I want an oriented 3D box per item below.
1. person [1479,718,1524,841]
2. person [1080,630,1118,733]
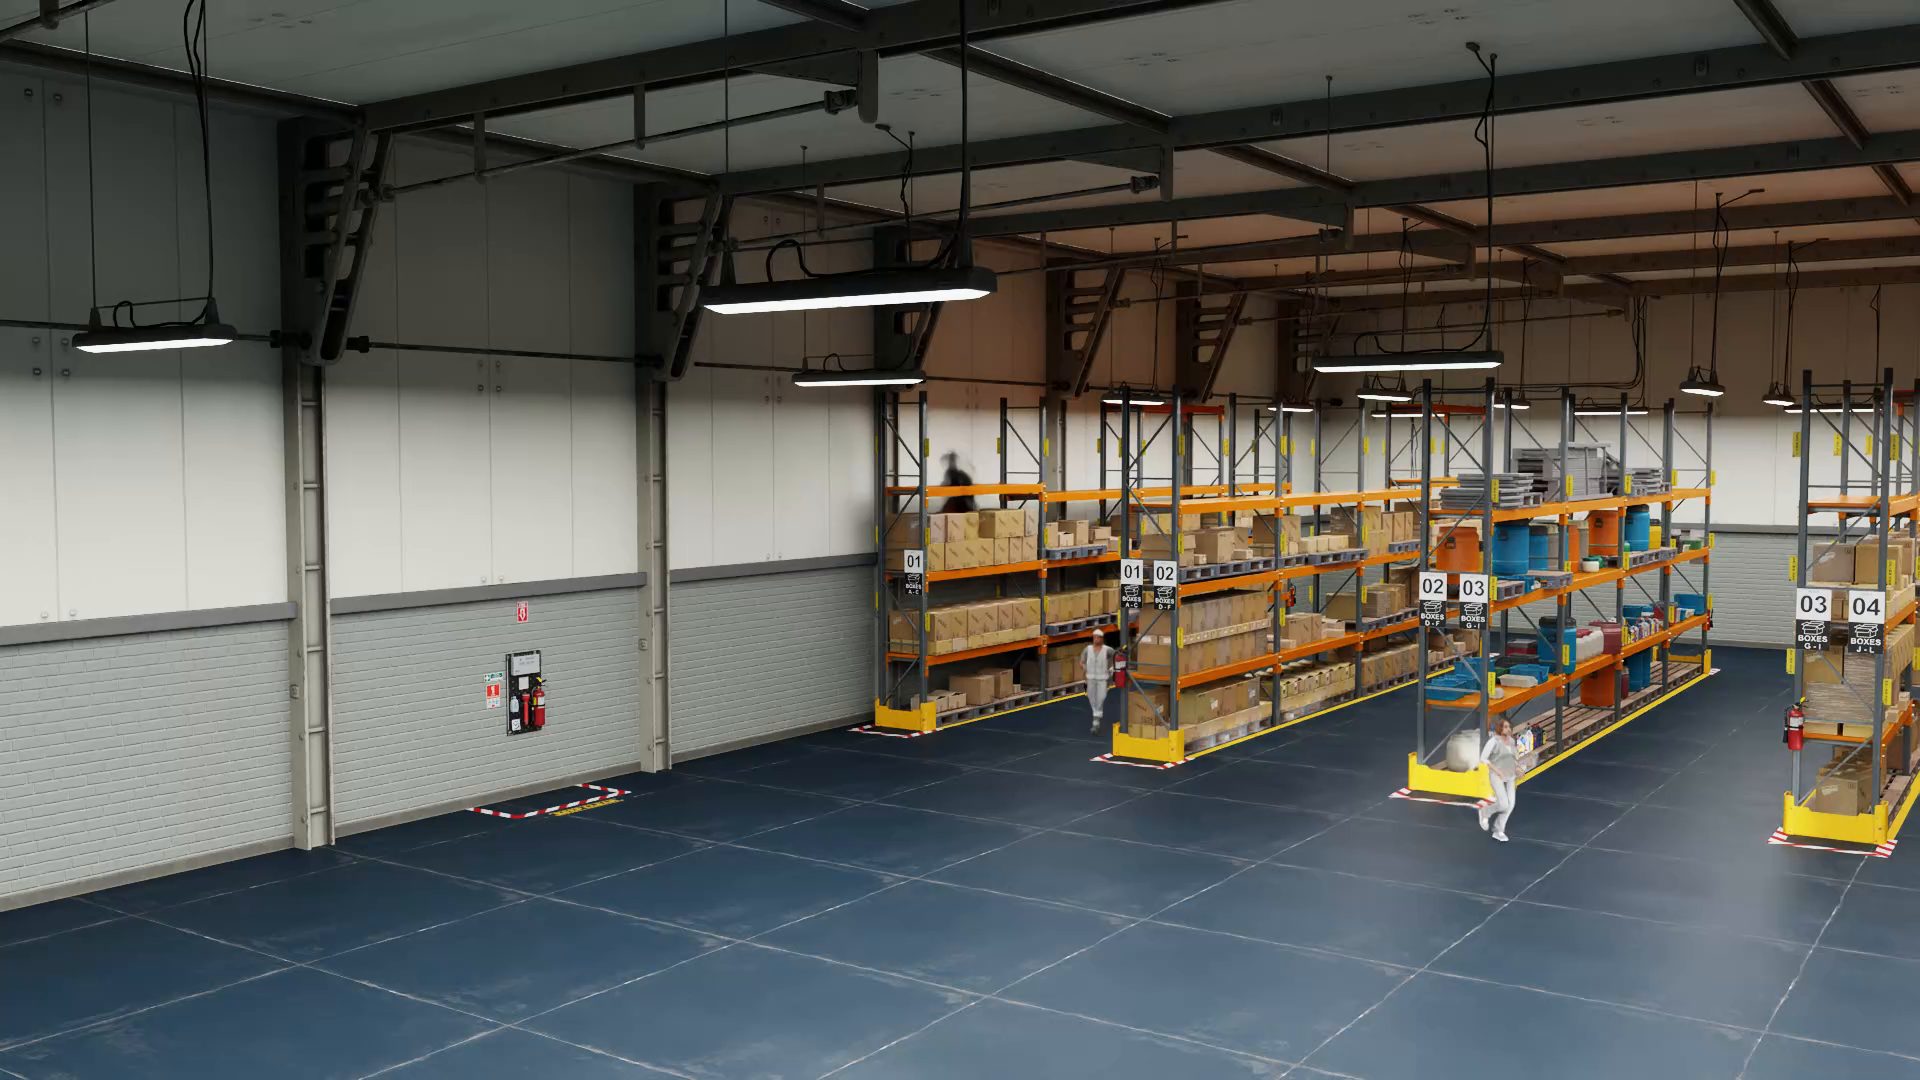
[{"bbox_3d":[6.893,3.046,21.223,0.523,1.553,0.532,-1,3,-24],"label":"person"},{"bbox_3d":[2.409,2.449,29.158,0.658,1.757,1.023,1,3,18],"label":"person"}]
